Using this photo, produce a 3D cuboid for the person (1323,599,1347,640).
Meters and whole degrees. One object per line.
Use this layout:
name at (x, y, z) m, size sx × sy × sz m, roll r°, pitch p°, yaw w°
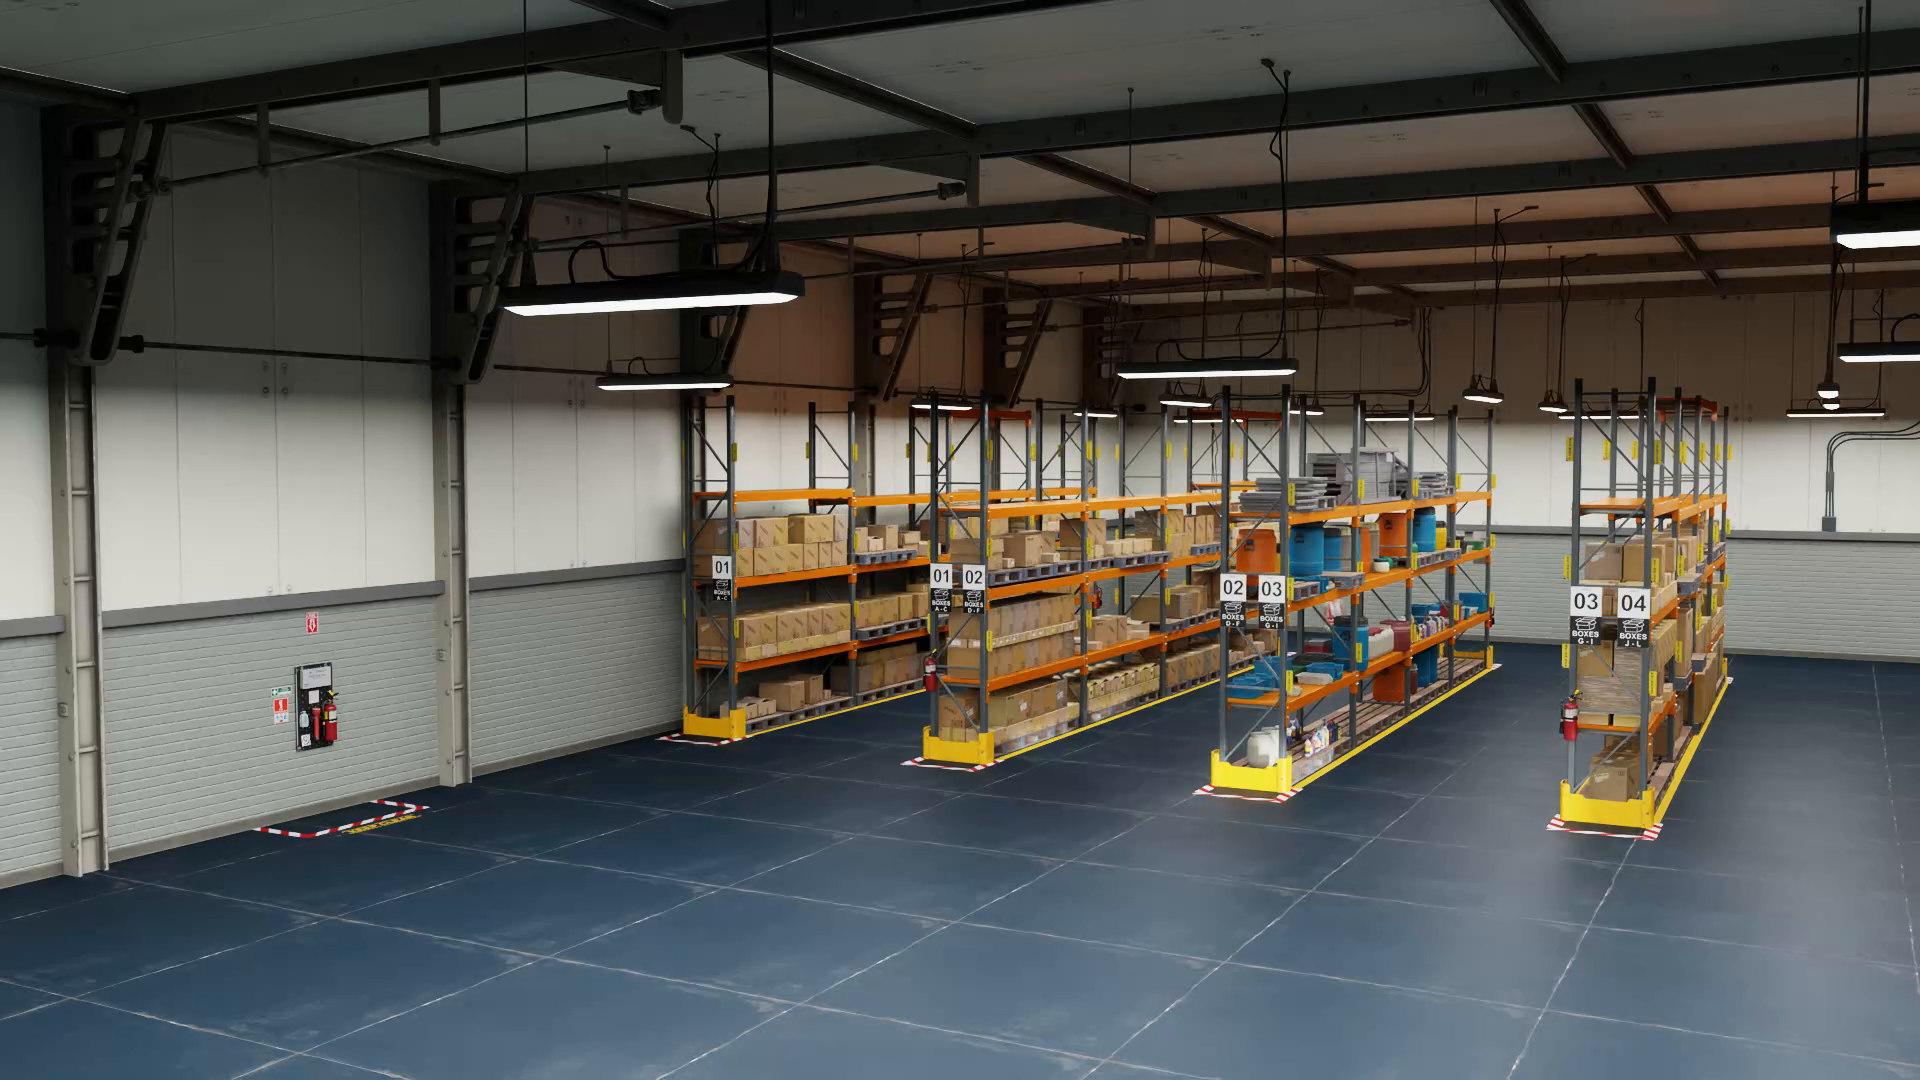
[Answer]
person at (8.979, 2.051, 39.443) m, size 0.704 × 1.815 × 0.374 m, roll 0°, pitch 3°, yaw 5°
